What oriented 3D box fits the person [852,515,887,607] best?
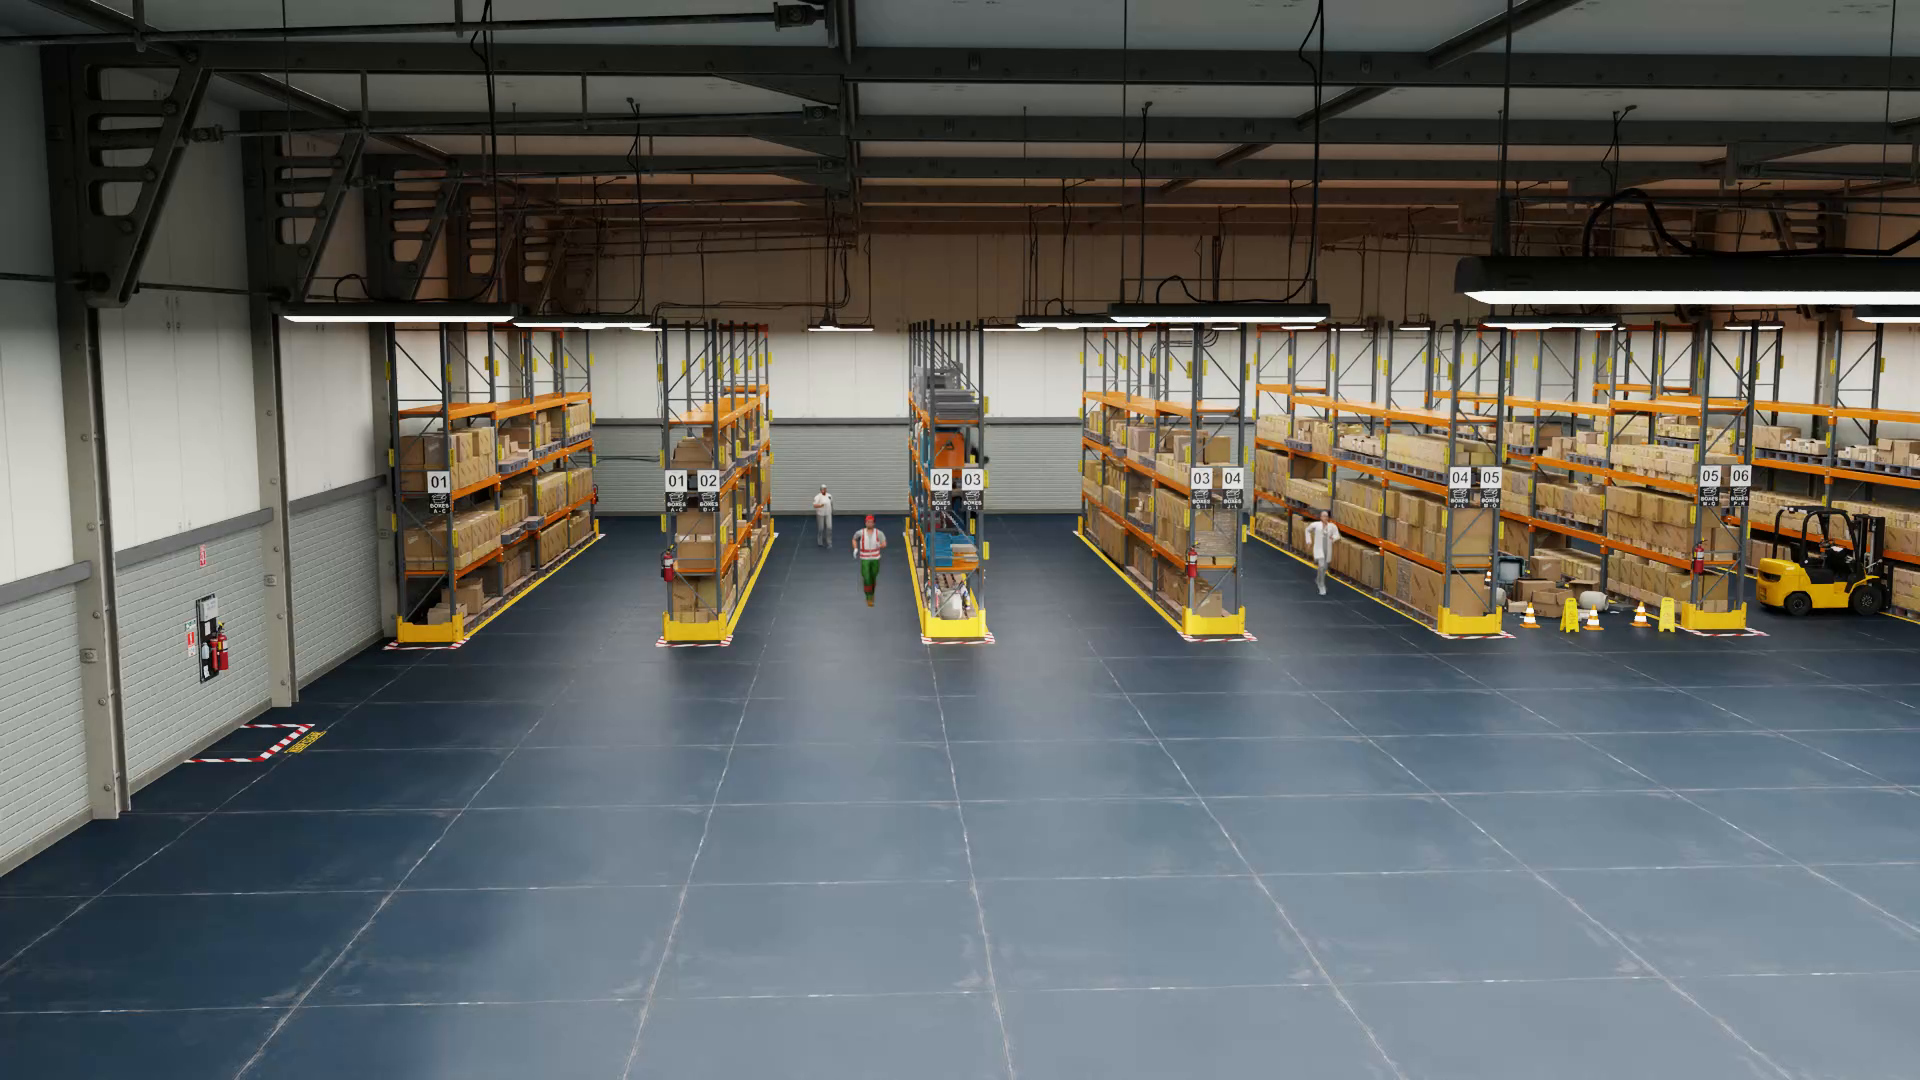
[{"bbox_3d":[-1.797,0.411,33.368,0.659,1.822,0.932,-2,7,-12],"label":"person"}]

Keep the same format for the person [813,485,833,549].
[{"bbox_3d":[-3.667,-0.639,44.774,0.594,1.708,0.819,-2,7,-17],"label":"person"}]

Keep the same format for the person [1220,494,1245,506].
[{"bbox_3d":[7.280,-0.674,44.613,0.714,1.798,1.013,1,7,6],"label":"person"}]

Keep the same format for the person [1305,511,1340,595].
[{"bbox_3d":[8.069,0.276,36.986,0.666,1.847,0.937,-1,7,-8],"label":"person"}]

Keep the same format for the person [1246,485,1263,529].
[{"bbox_3d":[8.827,-1.142,49.114,0.695,1.670,0.660,-2,7,-13],"label":"person"}]
